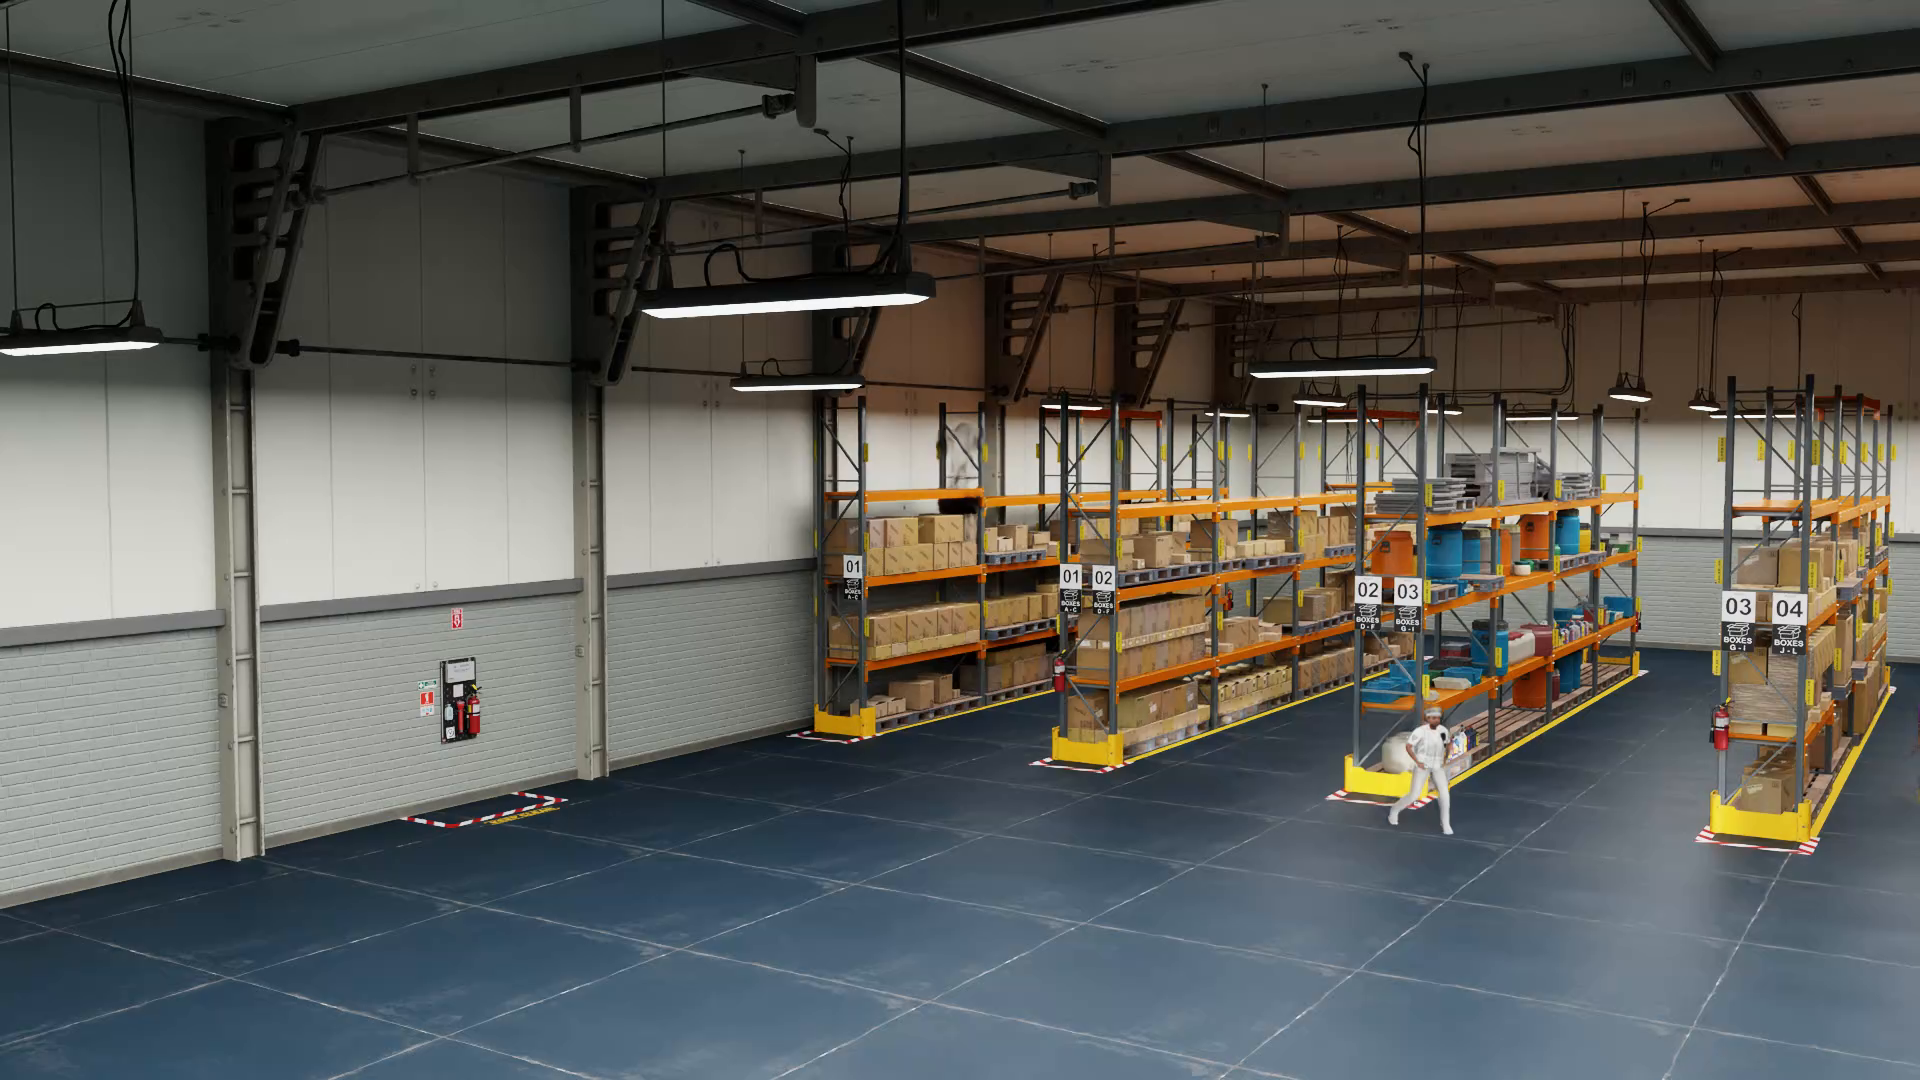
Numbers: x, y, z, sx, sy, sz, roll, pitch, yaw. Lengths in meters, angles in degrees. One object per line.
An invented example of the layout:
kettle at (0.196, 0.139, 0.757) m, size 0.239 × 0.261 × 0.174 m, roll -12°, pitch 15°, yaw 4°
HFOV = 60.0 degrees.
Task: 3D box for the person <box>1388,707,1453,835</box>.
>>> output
person at (6.165, 3.036, 22.050) m, size 0.822 × 1.693 × 0.707 m, roll -1°, pitch 3°, yaw -12°

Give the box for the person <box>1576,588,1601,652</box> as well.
person at (15.595, 1.999, 40.978) m, size 0.627 × 1.753 × 0.727 m, roll -2°, pitch 4°, yaw -38°
